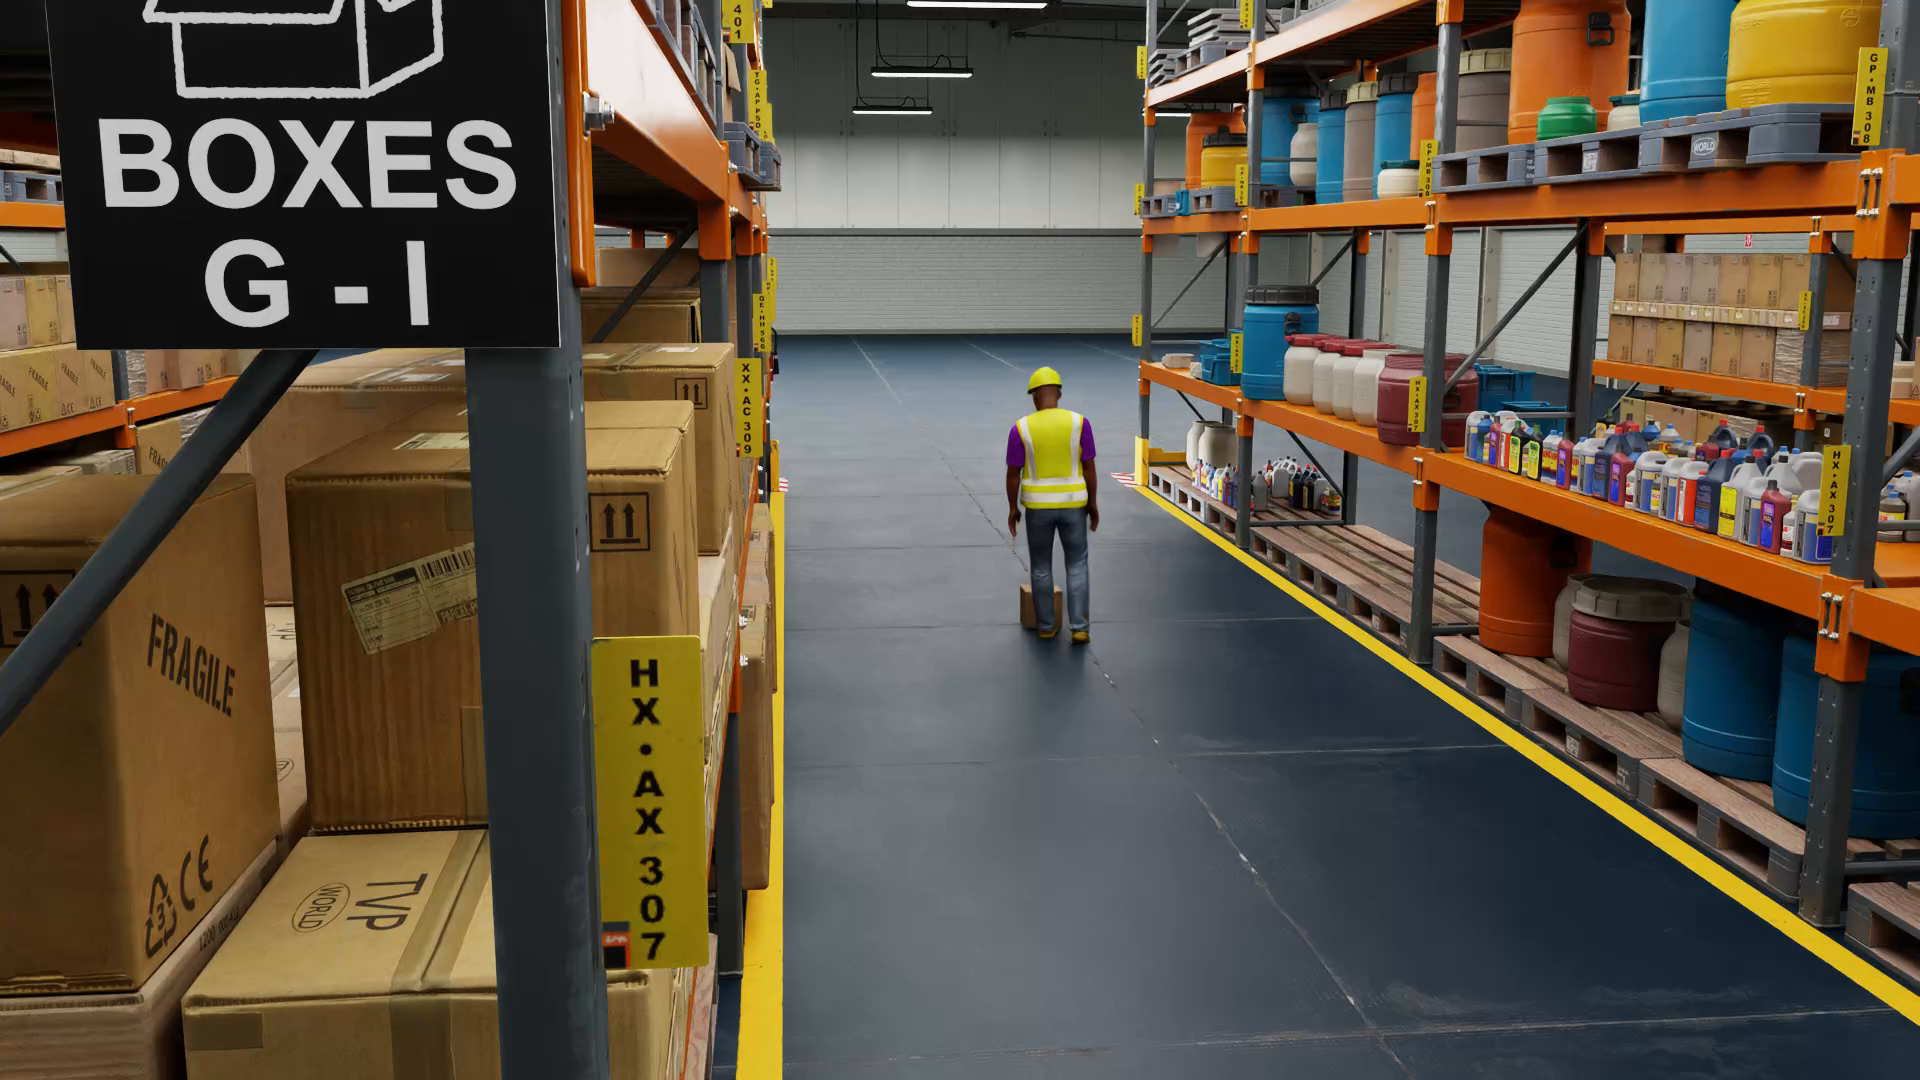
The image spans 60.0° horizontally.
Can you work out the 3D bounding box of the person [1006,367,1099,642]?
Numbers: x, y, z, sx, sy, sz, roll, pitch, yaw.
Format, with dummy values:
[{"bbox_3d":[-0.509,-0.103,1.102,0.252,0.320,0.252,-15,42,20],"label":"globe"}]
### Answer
[{"bbox_3d":[0.585,-0.187,10.657,0.599,1.842,0.522,0,10,-1],"label":"person"}]
